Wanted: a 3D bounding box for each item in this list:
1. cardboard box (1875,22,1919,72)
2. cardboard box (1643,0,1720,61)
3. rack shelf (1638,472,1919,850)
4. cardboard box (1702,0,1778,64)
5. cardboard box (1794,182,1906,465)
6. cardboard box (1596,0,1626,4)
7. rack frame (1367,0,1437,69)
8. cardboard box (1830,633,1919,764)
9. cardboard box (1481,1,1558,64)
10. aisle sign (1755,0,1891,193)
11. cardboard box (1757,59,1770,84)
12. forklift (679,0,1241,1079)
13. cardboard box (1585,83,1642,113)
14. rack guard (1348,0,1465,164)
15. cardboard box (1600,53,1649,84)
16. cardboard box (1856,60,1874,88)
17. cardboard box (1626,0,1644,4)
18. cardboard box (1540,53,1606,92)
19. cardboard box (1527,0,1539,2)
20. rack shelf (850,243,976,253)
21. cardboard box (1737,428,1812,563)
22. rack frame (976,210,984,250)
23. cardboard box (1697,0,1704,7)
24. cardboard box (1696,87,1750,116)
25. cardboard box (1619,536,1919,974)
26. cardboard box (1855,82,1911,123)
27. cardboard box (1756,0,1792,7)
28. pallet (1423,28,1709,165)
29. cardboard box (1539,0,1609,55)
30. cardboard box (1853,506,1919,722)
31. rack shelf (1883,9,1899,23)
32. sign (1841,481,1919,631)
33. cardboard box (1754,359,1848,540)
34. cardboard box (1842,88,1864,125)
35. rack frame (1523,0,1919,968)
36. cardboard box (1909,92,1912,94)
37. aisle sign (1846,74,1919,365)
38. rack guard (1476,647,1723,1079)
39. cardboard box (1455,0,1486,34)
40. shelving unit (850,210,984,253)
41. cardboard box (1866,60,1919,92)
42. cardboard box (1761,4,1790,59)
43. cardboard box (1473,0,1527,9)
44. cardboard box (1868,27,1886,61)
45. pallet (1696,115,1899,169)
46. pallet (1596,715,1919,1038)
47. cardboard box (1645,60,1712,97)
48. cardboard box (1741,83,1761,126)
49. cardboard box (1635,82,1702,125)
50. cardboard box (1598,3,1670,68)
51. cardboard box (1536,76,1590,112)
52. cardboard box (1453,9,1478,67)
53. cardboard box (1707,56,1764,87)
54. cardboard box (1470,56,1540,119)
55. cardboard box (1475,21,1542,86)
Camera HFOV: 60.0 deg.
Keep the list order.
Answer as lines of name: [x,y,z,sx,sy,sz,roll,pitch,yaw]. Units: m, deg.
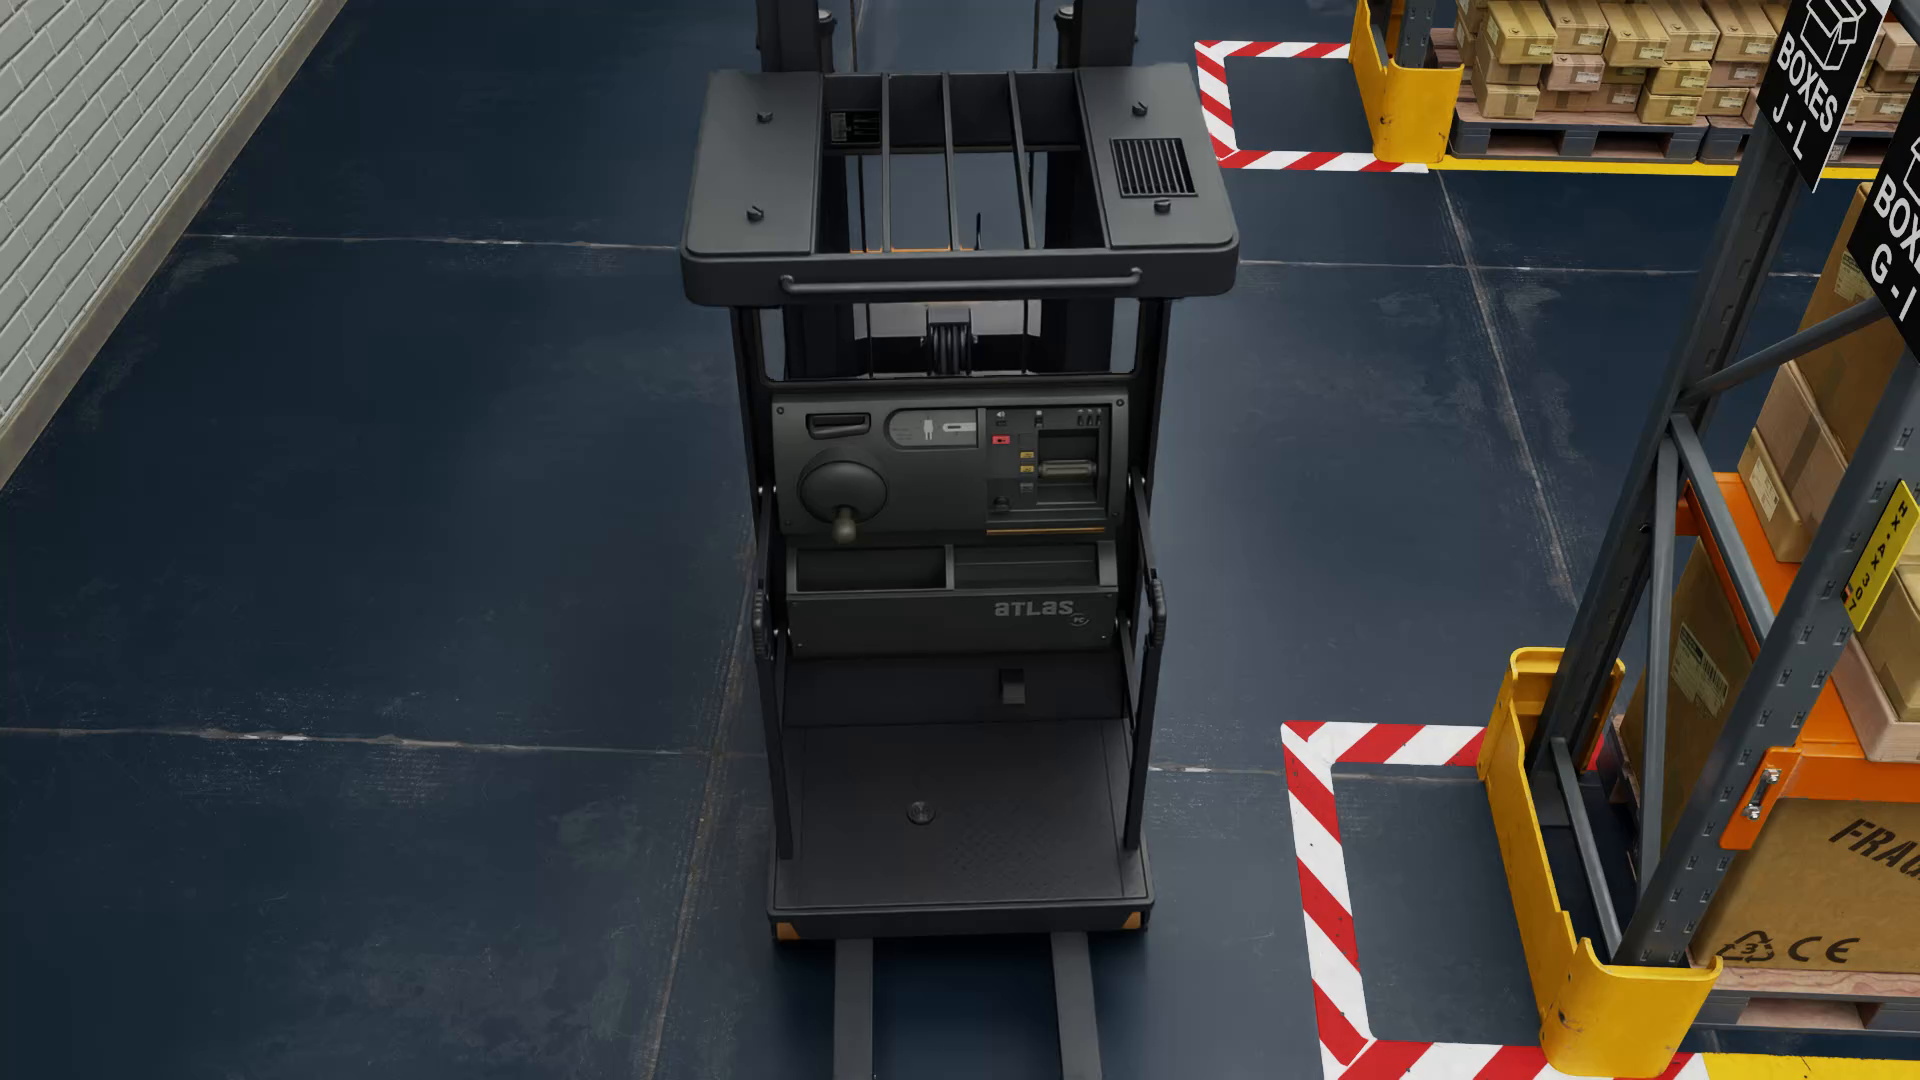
cardboard box: [4.513,-2.400,7.972,0.250,0.149,0.380,0,43,0]
cardboard box: [3.477,-2.479,8.057,0.250,0.149,0.380,0,43,0]
rack shelf: [3.864,0.328,4.225,4.000,0.370,1.077,2,43,2]
cardboard box: [3.753,-2.464,8.041,0.250,0.149,0.380,3,43,4]
cardboard box: [2.365,-0.489,3.916,0.500,0.500,0.500,2,43,2]
cardboard box: [3.243,-2.887,8.495,0.250,0.149,0.380,1,43,1]
rack frame: [2.190,-3.371,7.668,0.127,3.000,1.000,2,43,2]
cardboard box: [2.206,0.331,3.878,0.250,0.149,0.380,2,43,2]
cardboard box: [2.698,-2.451,8.028,0.250,0.149,0.380,0,43,0]
aisle sign: [1.808,-1.154,3.381,0.004,0.787,0.394,2,43,2]
cardboard box: [4.015,-2.400,8.191,0.250,0.149,0.380,4,43,4]
forklift: [-0.013,-0.108,4.216,1.130,2.935,3.031,-1,43,-2]
cardboard box: [3.213,-2.292,8.293,0.250,0.149,0.380,2,43,2]
rack guard: [2.266,-2.454,8.517,0.348,0.500,1.175,2,43,2]
cardboard box: [3.222,-2.405,8.196,0.250,0.149,0.380,2,43,2]
cardboard box: [4.285,-2.385,8.174,0.250,0.149,0.380,4,43,4]
cardboard box: [3.499,-2.836,8.441,0.250,0.149,0.380,0,43,0]
cardboard box: [2.973,-2.352,8.140,0.250,0.149,0.380,2,43,2]
cardboard box: [2.979,-2.808,8.411,0.250,0.149,0.380,3,43,3]
rack shelf: [-0.176,-0.890,5.748,0.480,0.148,0.258,-2,43,-2]
cardboard box: [2.237,-0.118,4.360,0.250,0.149,0.380,3,43,3]
rack frame: [0.068,-0.610,6.024,0.015,1.200,0.240,-2,43,-2]
cardboard box: [3.770,-2.866,8.472,0.250,0.149,0.380,3,43,3]
cardboard box: [3.722,-2.267,8.266,0.250,0.149,0.380,2,43,2]
cardboard box: [2.509,0.593,4.664,0.875,0.875,0.875,2,43,2]
cardboard box: [4.488,-2.224,8.220,0.250,0.149,0.380,3,43,3]
cardboard box: [4.028,-2.782,8.383,0.250,0.149,0.380,0,43,0]
pallet: [3.076,-2.299,8.563,1.213,0.211,1.003,2,43,2]
cardboard box: [2.979,-2.525,8.107,0.250,0.149,0.380,2,43,3]
cardboard box: [2.333,0.148,3.782,0.500,0.250,0.500,1,43,1]
rack shelf: [3.864,-0.769,3.202,4.000,0.370,1.077,2,43,2]
sign: [1.835,0.036,3.318,0.005,0.325,0.100,2,43,2]
cardboard box: [2.362,-0.216,4.173,0.500,0.250,0.500,1,43,1]
cardboard box: [4.245,-2.209,8.204,0.250,0.149,0.380,2,43,2]
rack frame: [1.866,0.004,4.046,0.127,3.000,1.000,2,43,2]
cardboard box: [4.745,-2.170,8.162,0.250,0.149,0.380,2,43,2]
aisle sign: [1.781,-0.746,2.942,0.004,0.787,0.394,2,43,2]
rack guard: [1.842,0.917,4.898,0.348,0.500,1.175,2,43,2]
cardboard box: [2.730,-2.768,8.586,0.250,0.149,0.380,1,43,1]
shelving unit: [-0.176,-0.602,6.016,0.503,1.200,0.258,-2,43,-2]
cardboard box: [4.550,-2.348,8.135,0.250,0.149,0.380,0,43,0]
cardboard box: [4.014,-2.425,7.999,0.250,0.149,0.380,2,43,3]
cardboard box: [2.731,-2.855,8.461,0.250,0.149,0.380,2,43,2]
cardboard box: [4.269,-2.482,8.061,0.250,0.149,0.380,2,43,2]
pallet: [4.292,-2.260,8.521,1.213,0.211,1.003,2,43,2]
pallet: [2.668,0.995,5.027,1.213,0.211,1.003,2,43,2]
cardboard box: [3.473,-2.323,8.109,0.250,0.149,0.380,3,43,3]
cardboard box: [3.967,-2.200,8.194,0.250,0.149,0.380,0,43,0]
cardboard box: [3.463,-2.209,8.205,0.250,0.149,0.380,2,43,2]
cardboard box: [3.225,-2.430,8.005,0.250,0.149,0.380,2,43,2]
cardboard box: [2.964,-2.295,8.296,0.250,0.149,0.380,2,43,2]
cardboard box: [2.726,-2.607,8.631,0.250,0.149,0.380,2,43,3]
cardboard box: [3.742,-2.380,8.169,0.250,0.149,0.380,0,43,0]
cardboard box: [2.699,-2.247,8.245,0.250,0.149,0.380,3,43,3]
cardboard box: [2.702,-2.399,8.190,0.250,0.149,0.380,3,43,4]
